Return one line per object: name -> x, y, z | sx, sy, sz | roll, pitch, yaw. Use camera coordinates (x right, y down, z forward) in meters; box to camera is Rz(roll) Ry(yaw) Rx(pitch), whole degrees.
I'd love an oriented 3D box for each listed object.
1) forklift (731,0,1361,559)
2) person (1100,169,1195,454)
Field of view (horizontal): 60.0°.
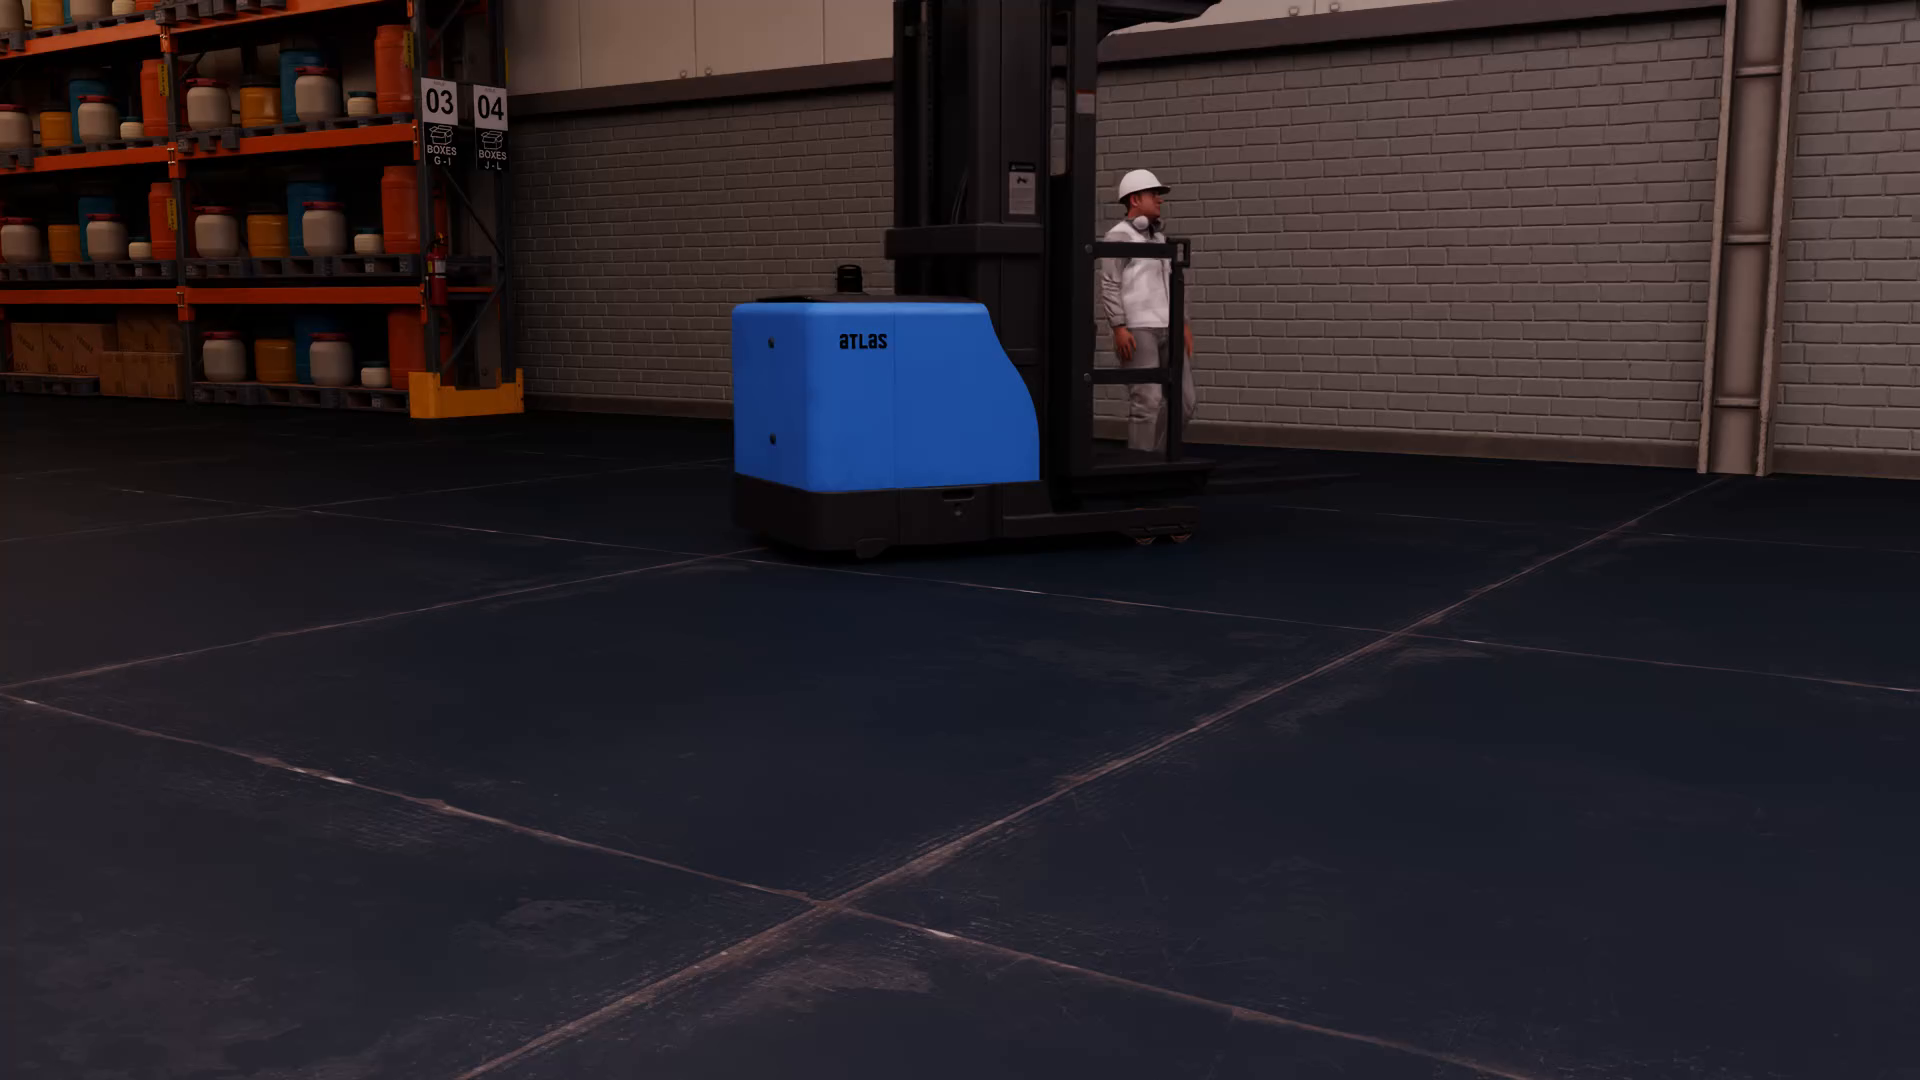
forklift -> 0.505, -1.494, 7.700 | 3.031, 2.935, 1.130 | -4, 9, -28
person -> 1.086, -1.136, 9.083 | 0.593, 1.759, 0.663 | 7, 11, 41
